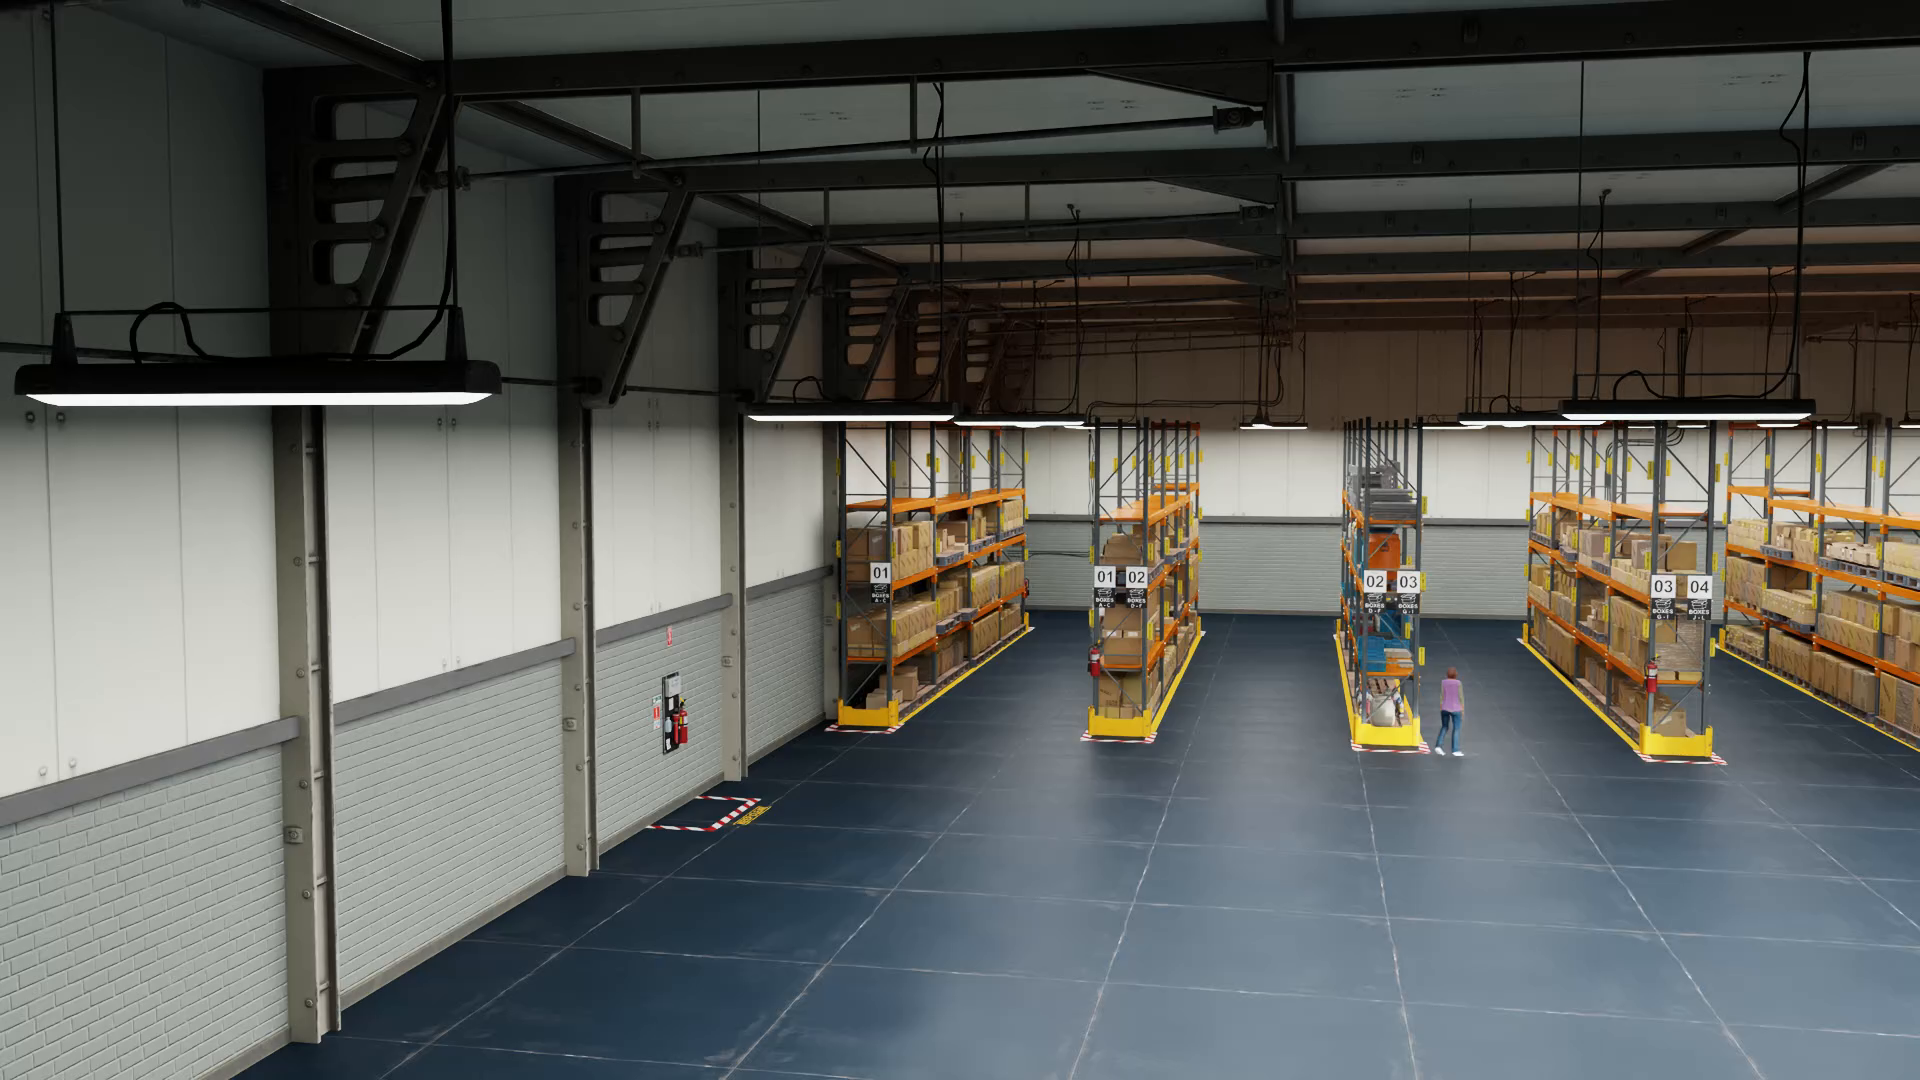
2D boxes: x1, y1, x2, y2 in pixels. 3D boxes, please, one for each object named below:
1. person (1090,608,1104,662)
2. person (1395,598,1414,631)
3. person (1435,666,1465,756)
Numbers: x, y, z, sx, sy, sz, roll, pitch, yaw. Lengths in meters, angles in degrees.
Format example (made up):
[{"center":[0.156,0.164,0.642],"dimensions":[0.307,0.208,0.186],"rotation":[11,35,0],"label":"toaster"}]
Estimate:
[{"center":[3.411,2.189,41.198],"dimensions":[0.468,1.797,0.602],"rotation":[-1,4,-20],"label":"person"},{"center":[12.854,1.720,48.133],"dimensions":[0.598,1.785,0.450],"rotation":[1,4,20],"label":"person"},{"center":[8.690,3.030,29.376],"dimensions":[0.451,1.594,0.453],"rotation":[3,5,42],"label":"person"}]
